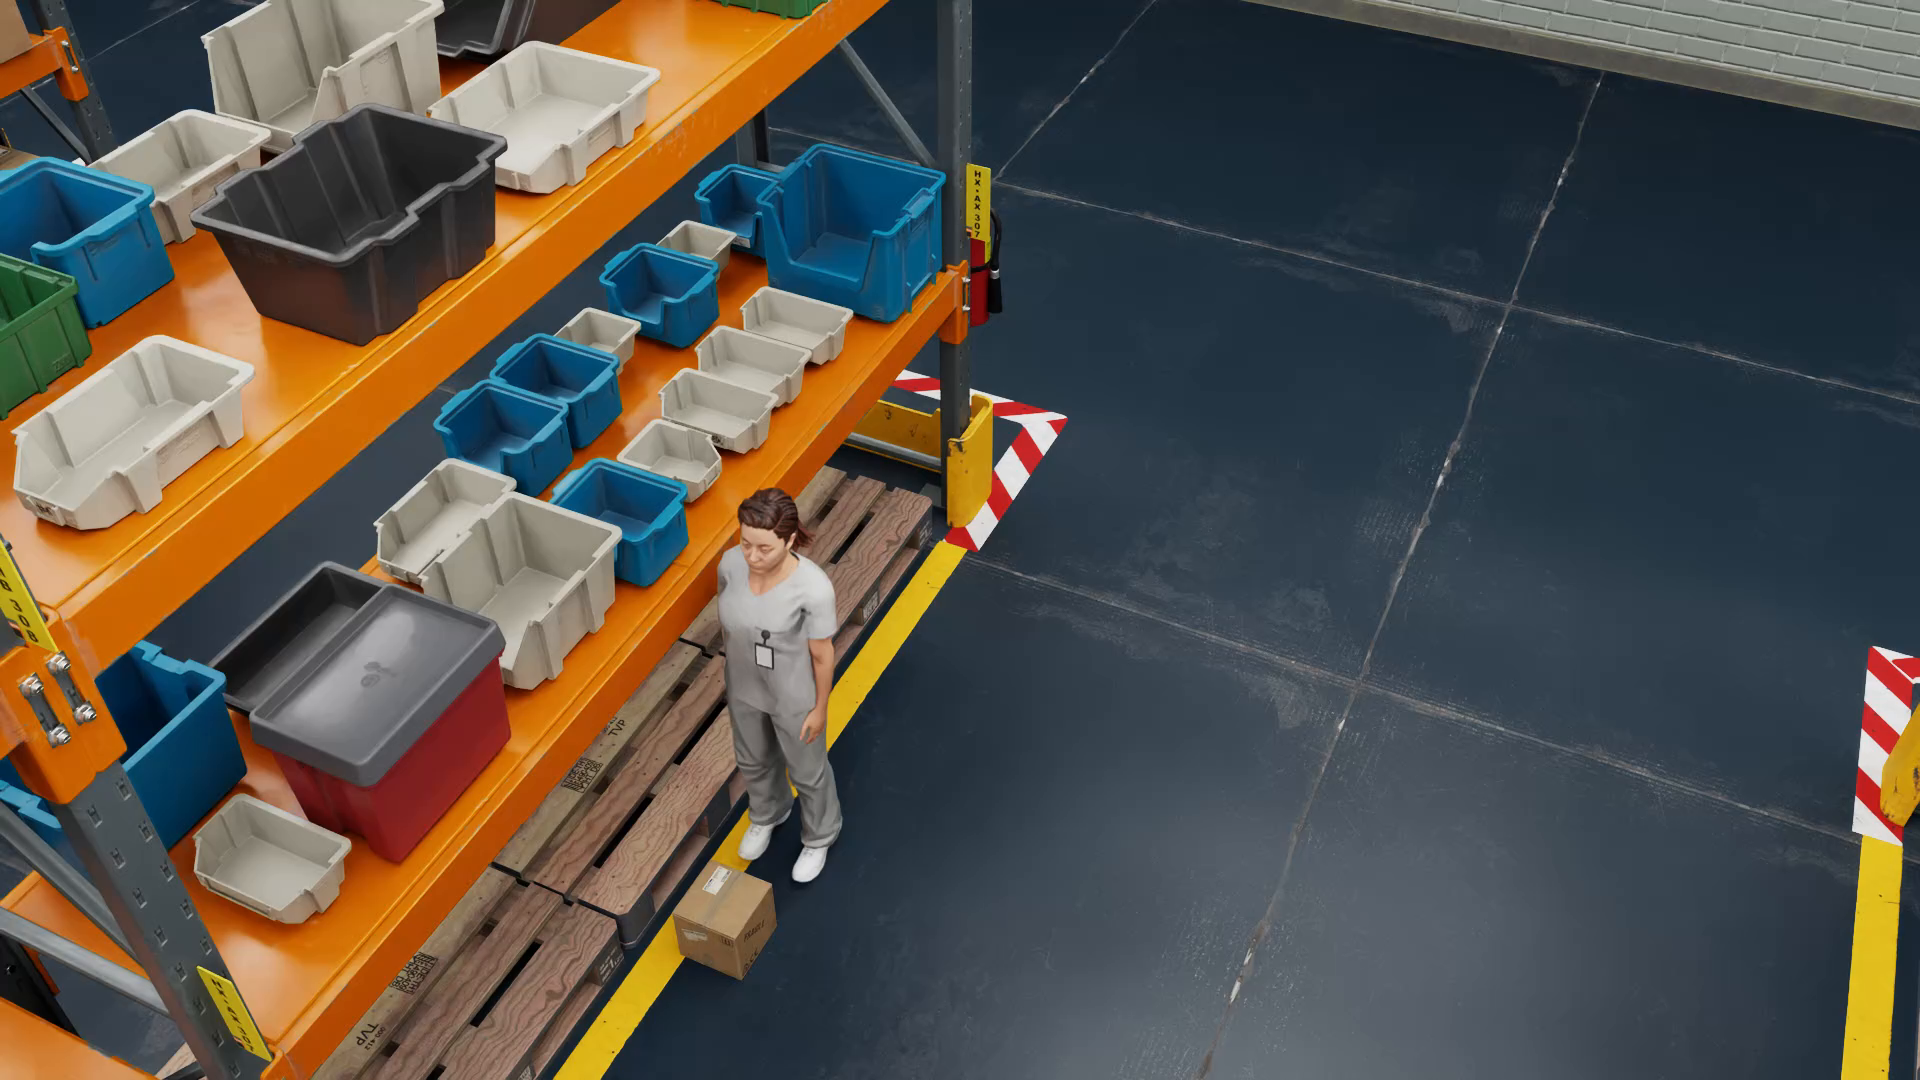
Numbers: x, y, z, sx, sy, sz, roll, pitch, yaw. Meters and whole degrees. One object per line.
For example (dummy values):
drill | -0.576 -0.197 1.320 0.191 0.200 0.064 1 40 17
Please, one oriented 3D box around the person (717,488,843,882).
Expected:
person | -0.603 0.496 5.618 0.436 1.670 0.365 18 45 19
